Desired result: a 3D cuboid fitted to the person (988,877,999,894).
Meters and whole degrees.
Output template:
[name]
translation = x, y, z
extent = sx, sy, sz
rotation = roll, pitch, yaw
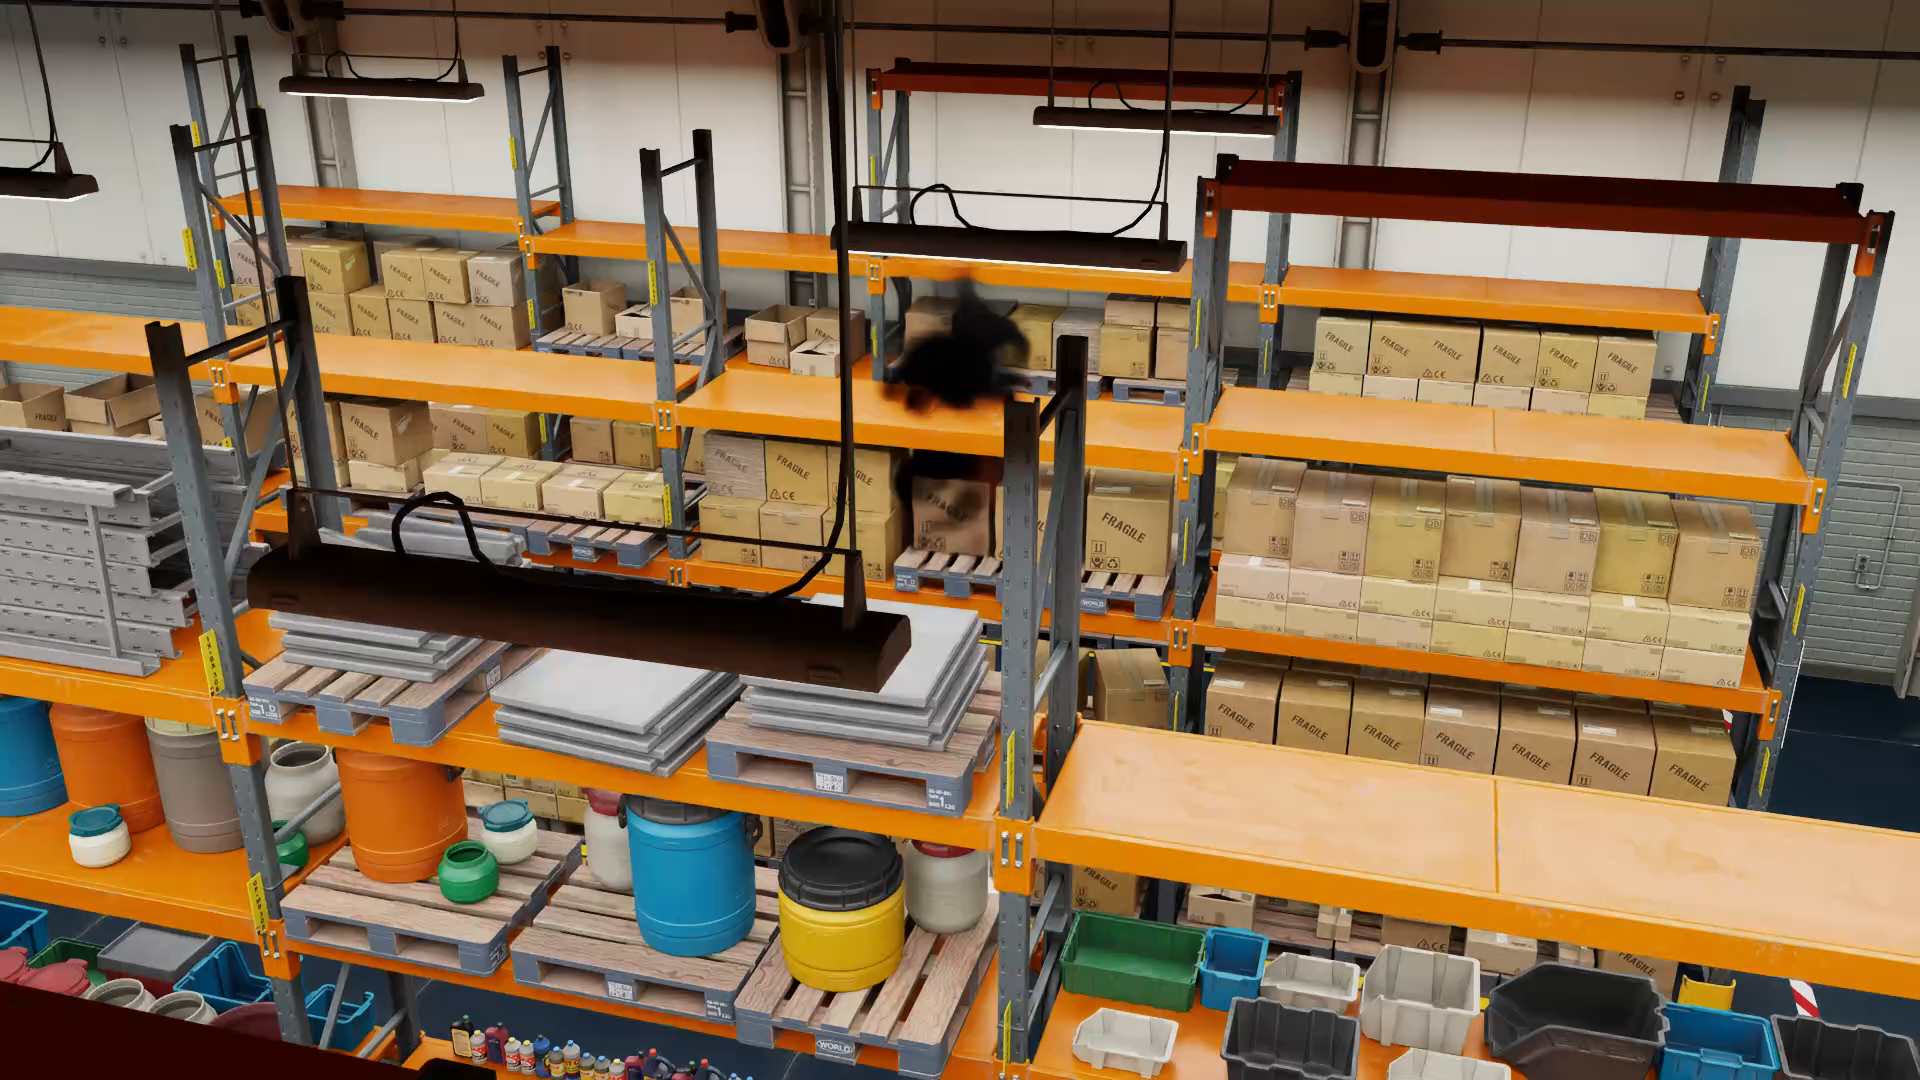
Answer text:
[person]
translation = -0.002, 2.681, 11.337
extent = 0.703, 1.880, 0.687
rotation = 2, 23, 5
